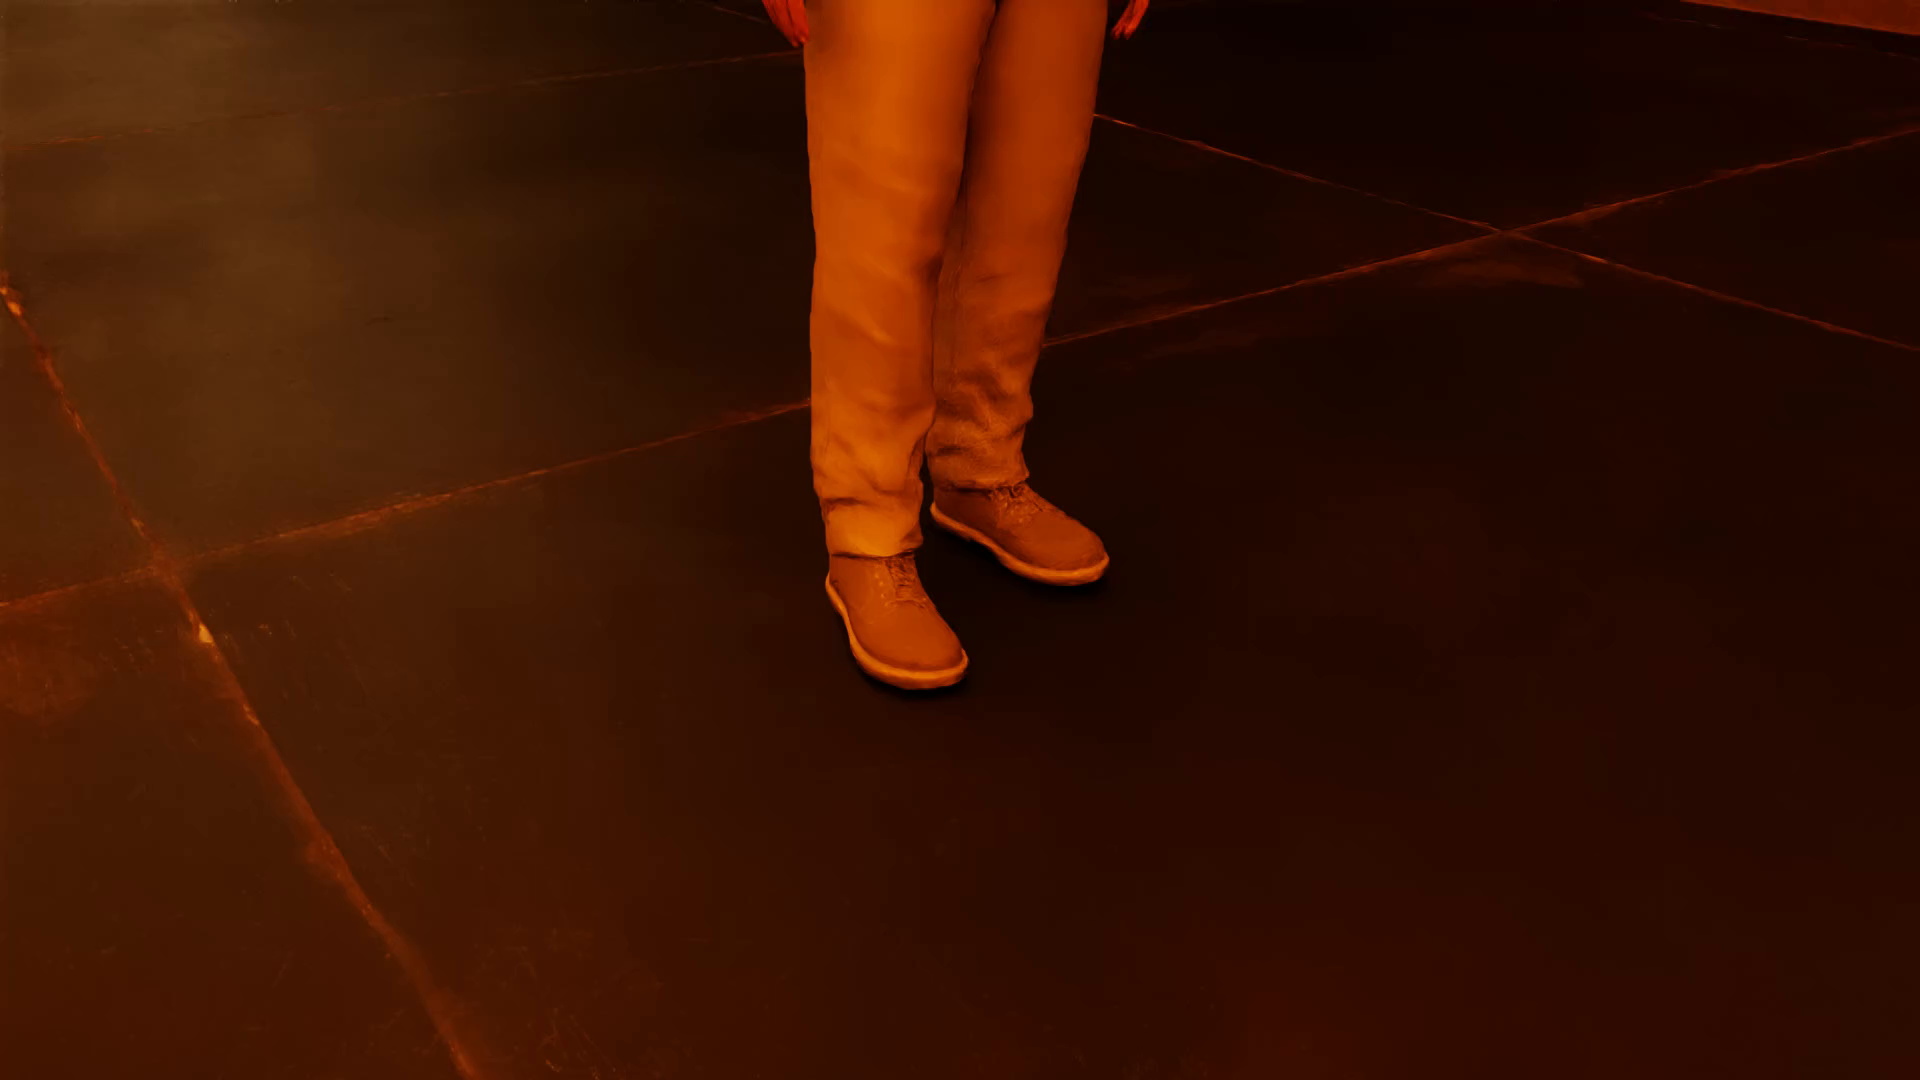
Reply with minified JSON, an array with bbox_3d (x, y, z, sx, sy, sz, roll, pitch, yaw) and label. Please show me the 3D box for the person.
[{"bbox_3d":[0.035,-0.771,2.034,0.640,1.778,0.574,-17,31,-31],"label":"person"}]
